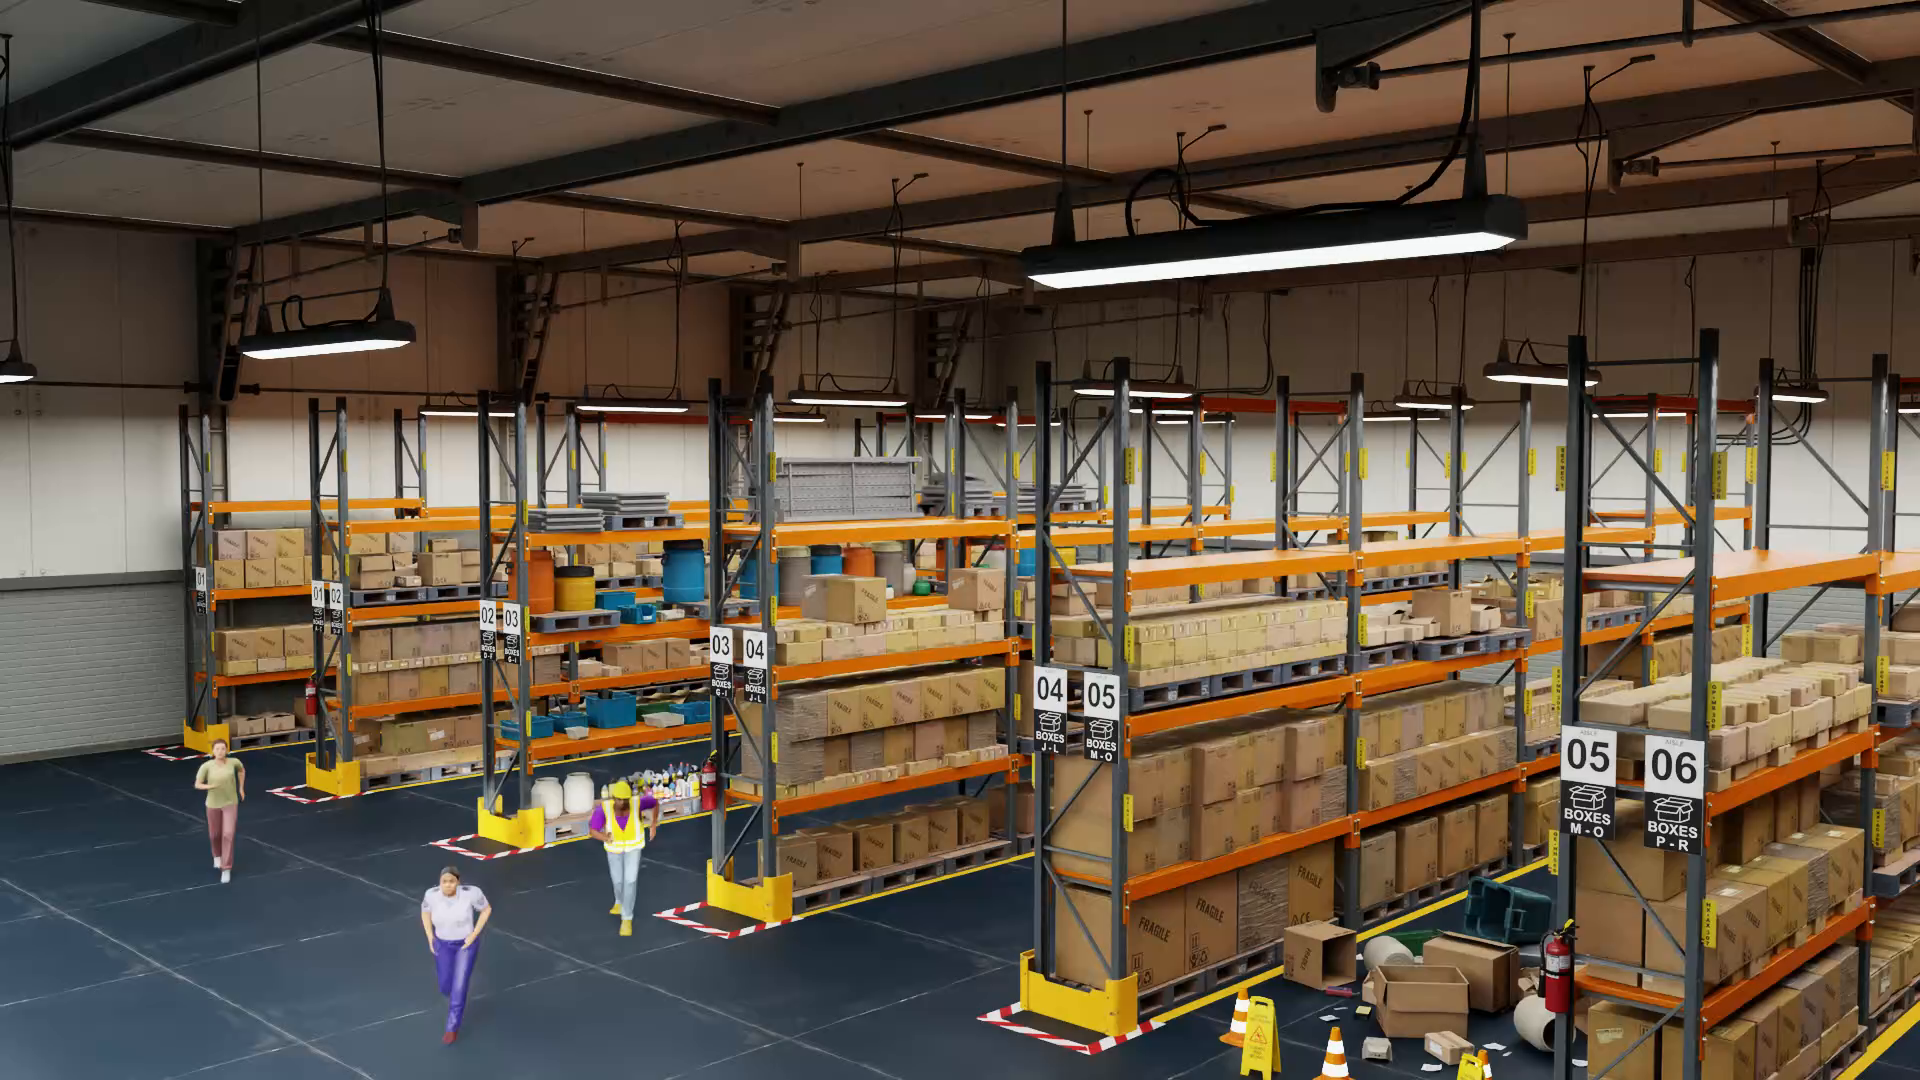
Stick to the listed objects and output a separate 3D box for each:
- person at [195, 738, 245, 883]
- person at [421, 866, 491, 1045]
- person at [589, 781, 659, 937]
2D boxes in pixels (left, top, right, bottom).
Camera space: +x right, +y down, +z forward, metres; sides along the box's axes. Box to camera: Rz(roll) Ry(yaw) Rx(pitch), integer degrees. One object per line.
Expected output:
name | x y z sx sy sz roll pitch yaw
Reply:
person | -8.976 3.236 20.187 0.562 1.678 0.948 -1 3 -25
person | -4.472 3.622 14.811 0.606 1.603 0.830 -1 3 -10
person | -3.642 3.408 18.062 0.745 1.714 1.023 -1 3 -11
